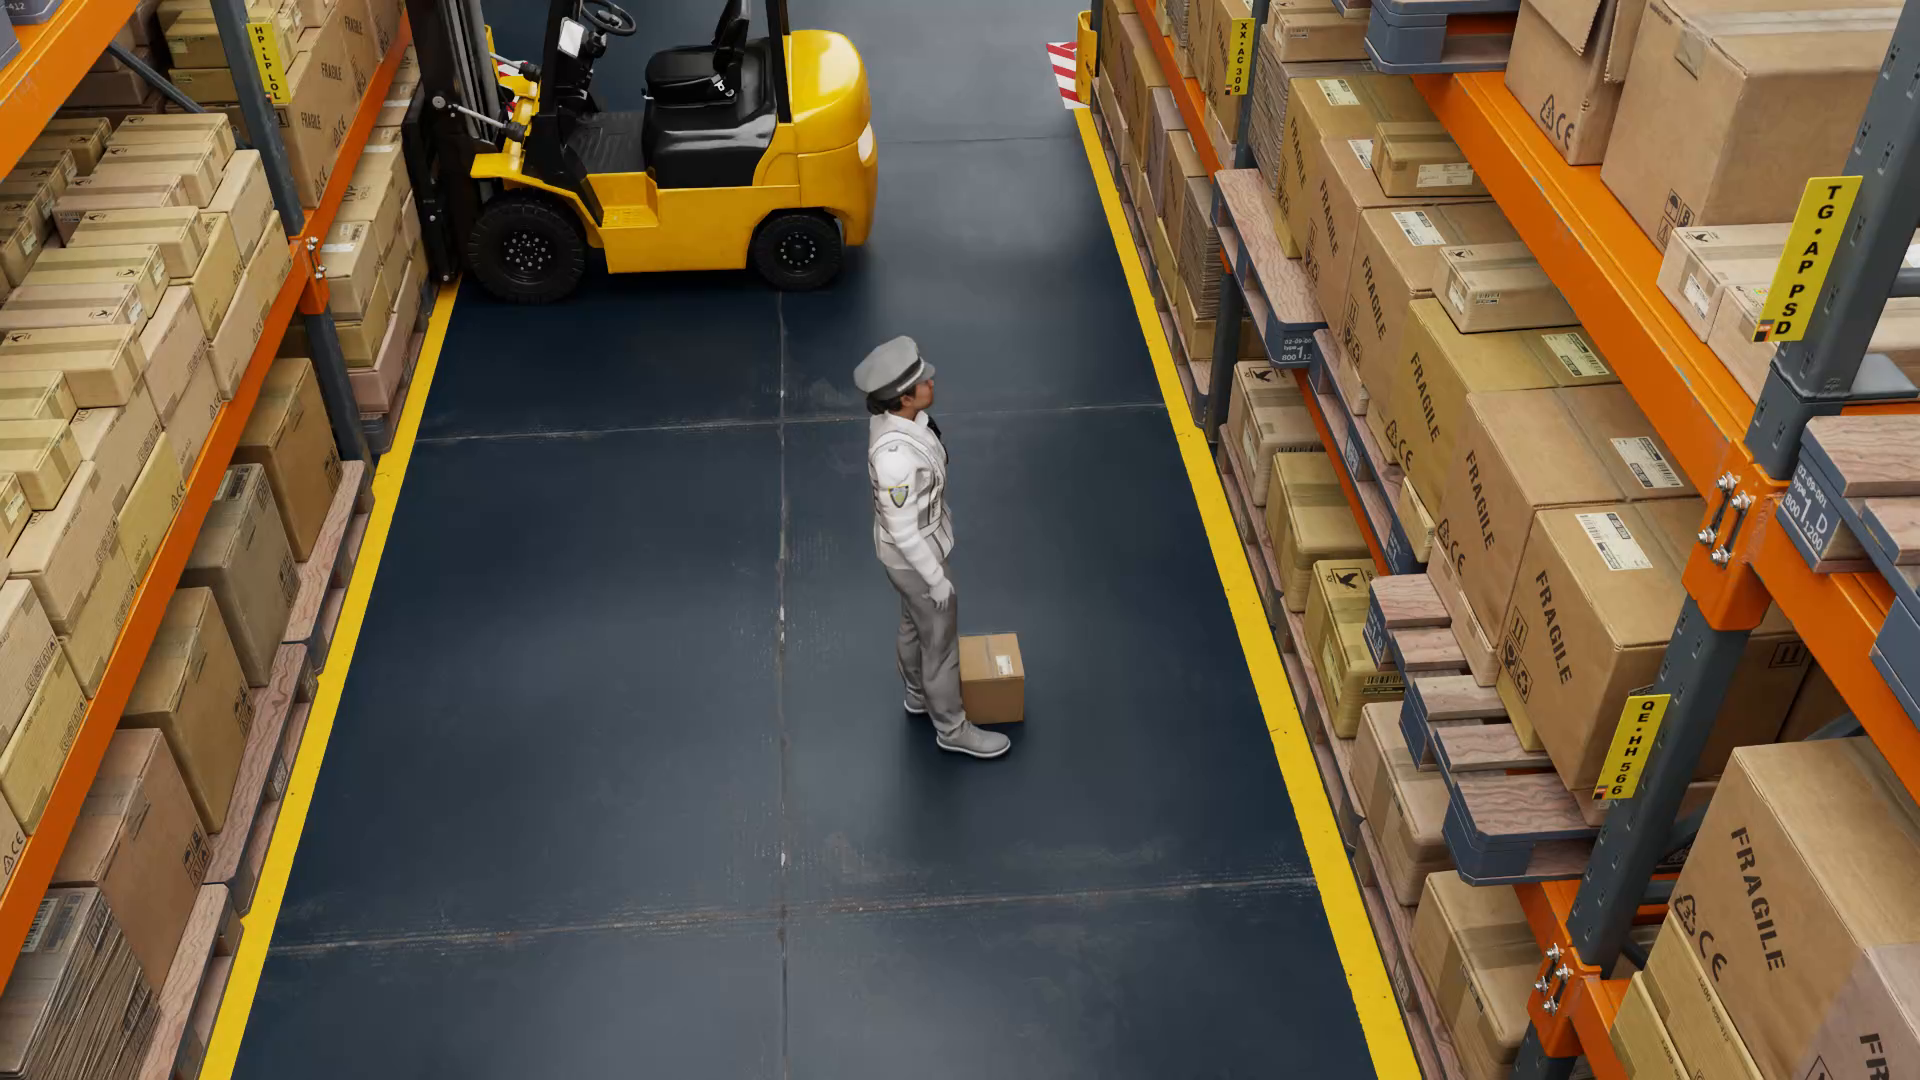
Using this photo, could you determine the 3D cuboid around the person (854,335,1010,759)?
[{"bbox_3d":[-0.090,0.019,6.091,0.534,1.695,0.581,-3,39,-4],"label":"person"}]
